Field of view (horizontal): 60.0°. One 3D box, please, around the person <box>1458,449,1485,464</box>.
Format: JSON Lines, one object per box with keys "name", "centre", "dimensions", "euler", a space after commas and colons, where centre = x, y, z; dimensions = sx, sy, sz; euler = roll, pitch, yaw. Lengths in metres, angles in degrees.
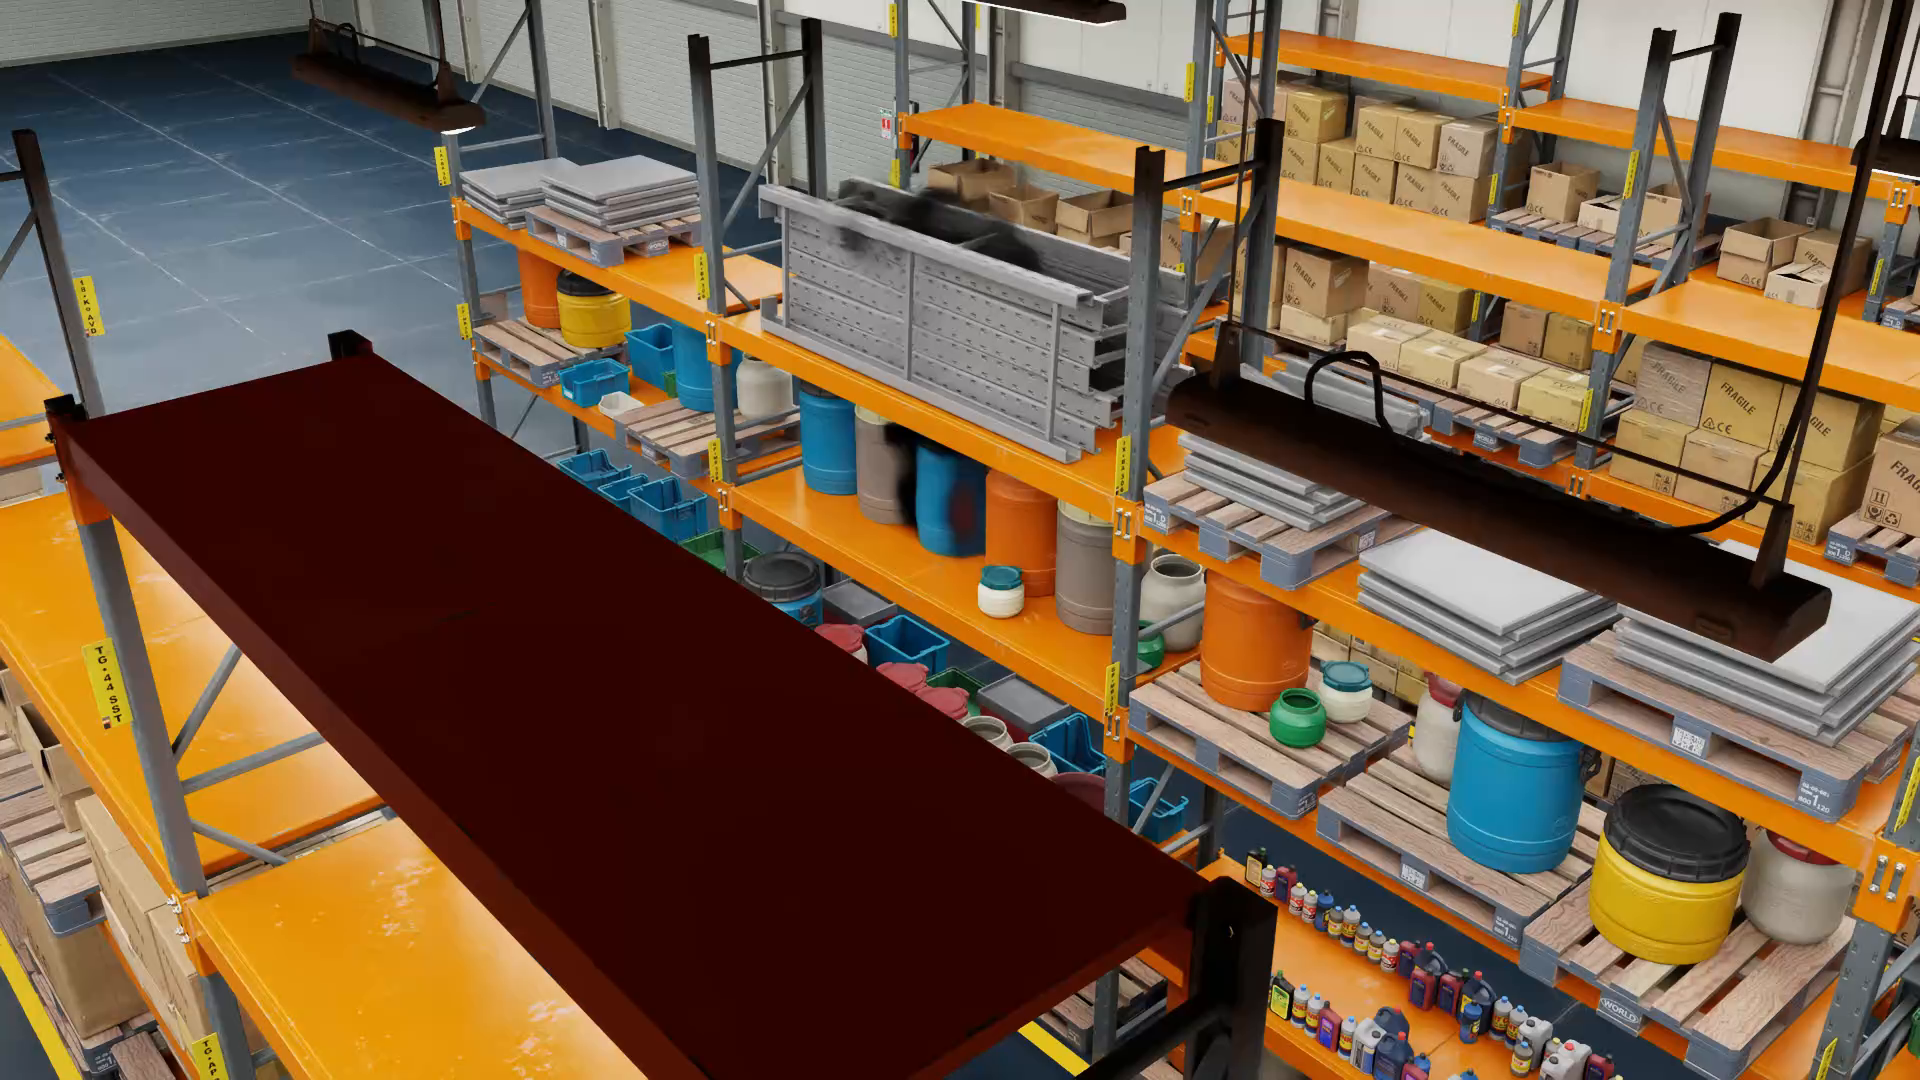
{"name": "person", "centre": [4.835, -0.134, 16.034], "dimensions": [0.597, 1.736, 0.711], "euler": [-21, 34, -35]}
